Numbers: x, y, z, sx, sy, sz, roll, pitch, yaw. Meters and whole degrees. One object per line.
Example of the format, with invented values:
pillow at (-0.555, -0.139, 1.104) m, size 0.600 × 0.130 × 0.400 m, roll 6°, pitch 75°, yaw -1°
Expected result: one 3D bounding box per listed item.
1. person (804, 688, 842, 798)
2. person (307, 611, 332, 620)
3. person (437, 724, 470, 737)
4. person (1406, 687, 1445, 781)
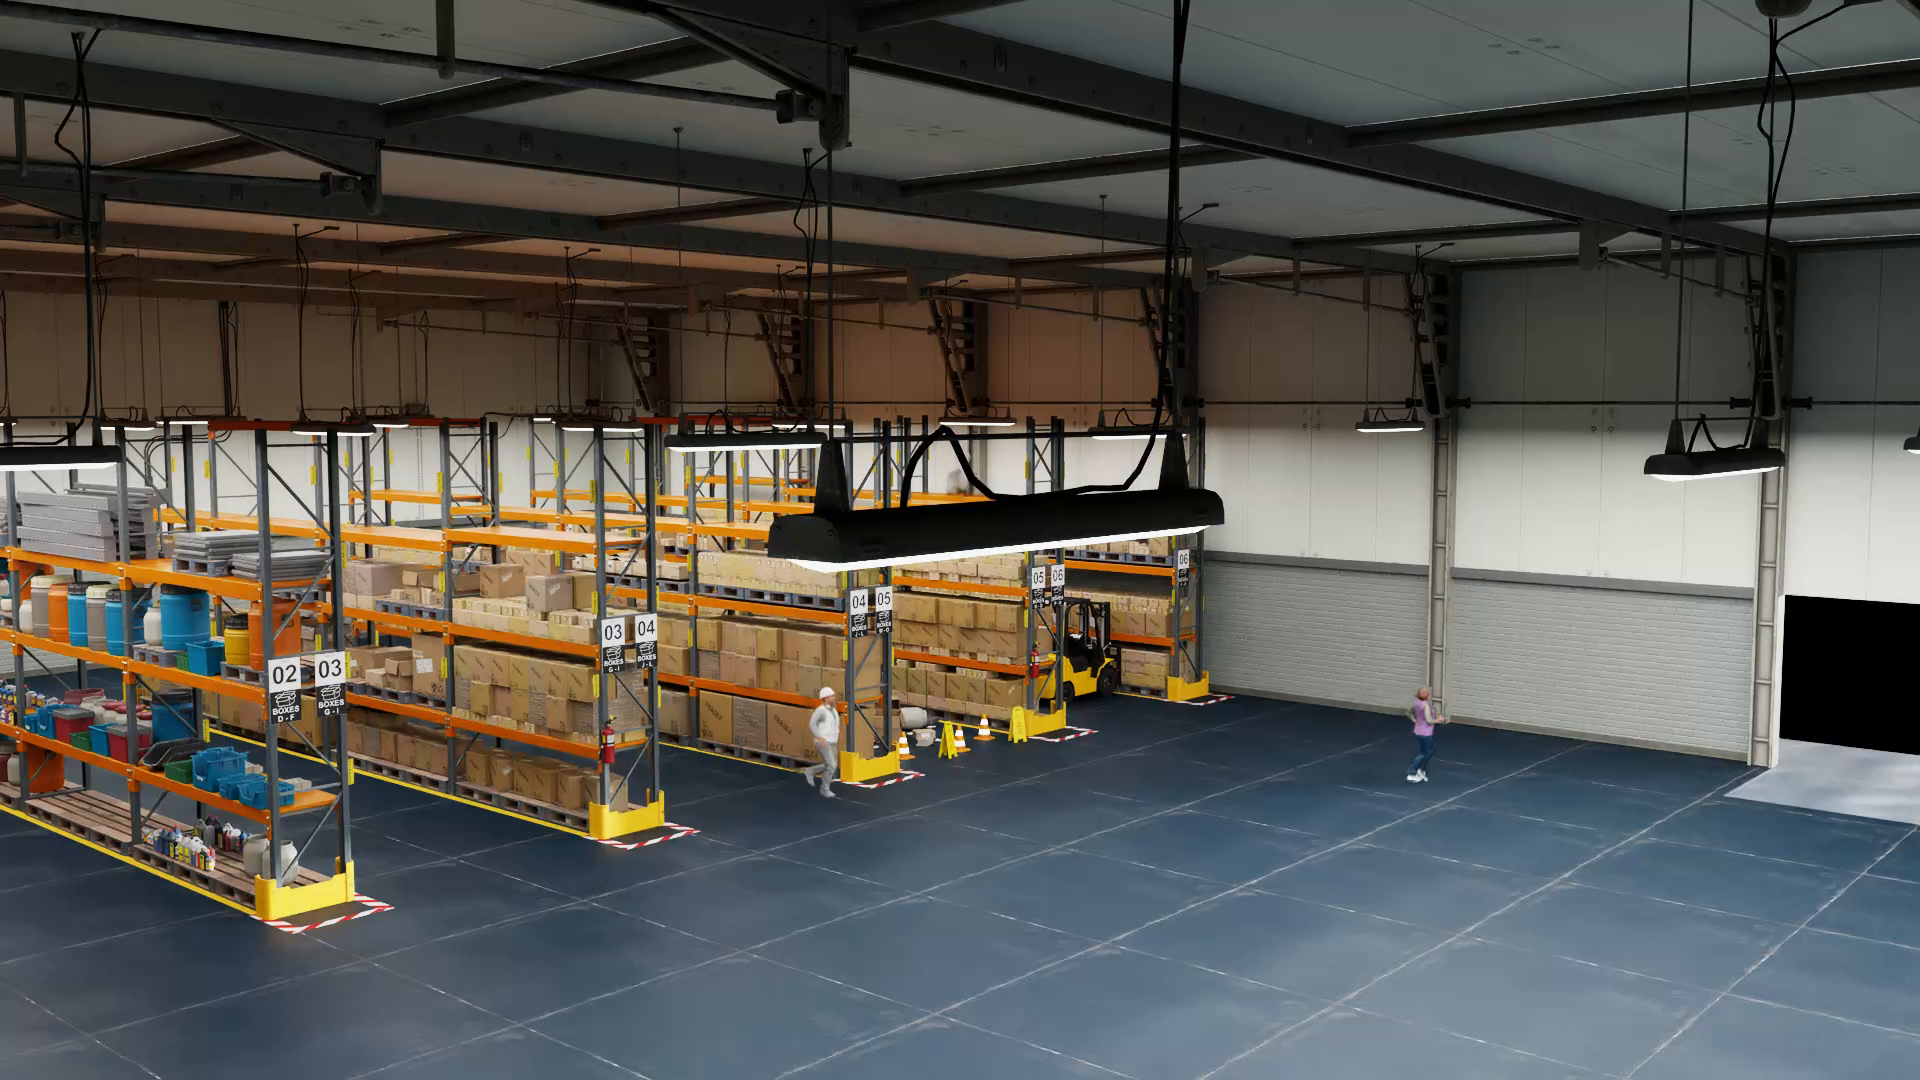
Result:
person at (-2.208, 3.258, 26.915) m, size 0.659 × 1.733 × 0.698 m, roll 2°, pitch 5°, yaw 25°
person at (-14.797, 2.282, 38.342) m, size 0.772 × 1.746 × 0.756 m, roll 1°, pitch 5°, yaw 10°
person at (-9.259, 2.948, 30.648) m, size 0.918 × 1.703 × 0.624 m, roll 4°, pitch 6°, yaw 42°
person at (7.732, 3.241, 27.644) m, size 0.625 × 1.604 × 0.515 m, roll 0°, pitch 5°, yaw -5°
